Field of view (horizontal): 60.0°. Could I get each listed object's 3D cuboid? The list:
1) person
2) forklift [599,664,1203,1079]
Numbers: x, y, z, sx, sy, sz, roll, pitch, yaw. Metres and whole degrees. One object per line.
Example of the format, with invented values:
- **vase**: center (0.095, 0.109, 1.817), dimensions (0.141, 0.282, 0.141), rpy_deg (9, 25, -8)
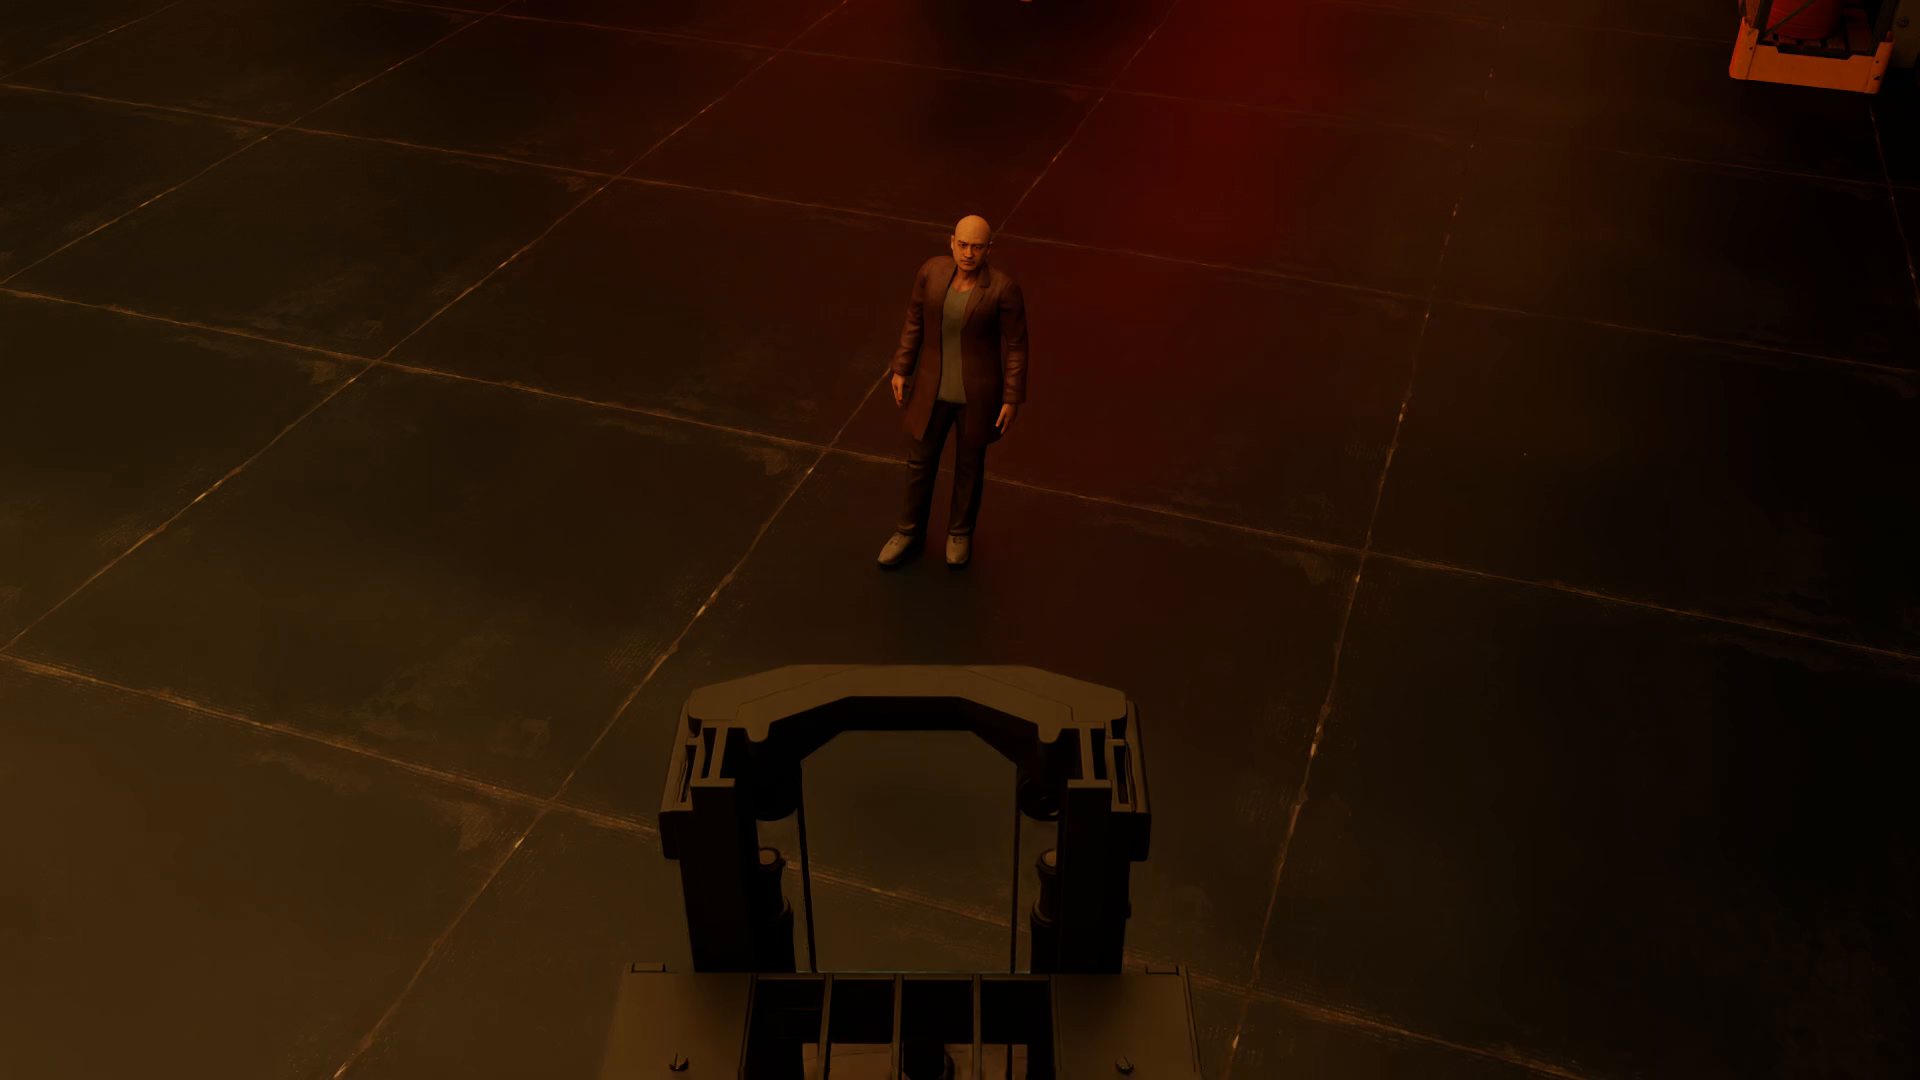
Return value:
- **person**: center (-0.035, -0.682, 8.058), dimensions (0.696, 1.775, 0.582), rpy_deg (12, 37, 16)
- **forklift**: center (-0.106, 1.827, 3.534), dimensions (1.130, 2.935, 3.031), rpy_deg (0, 35, 0)
